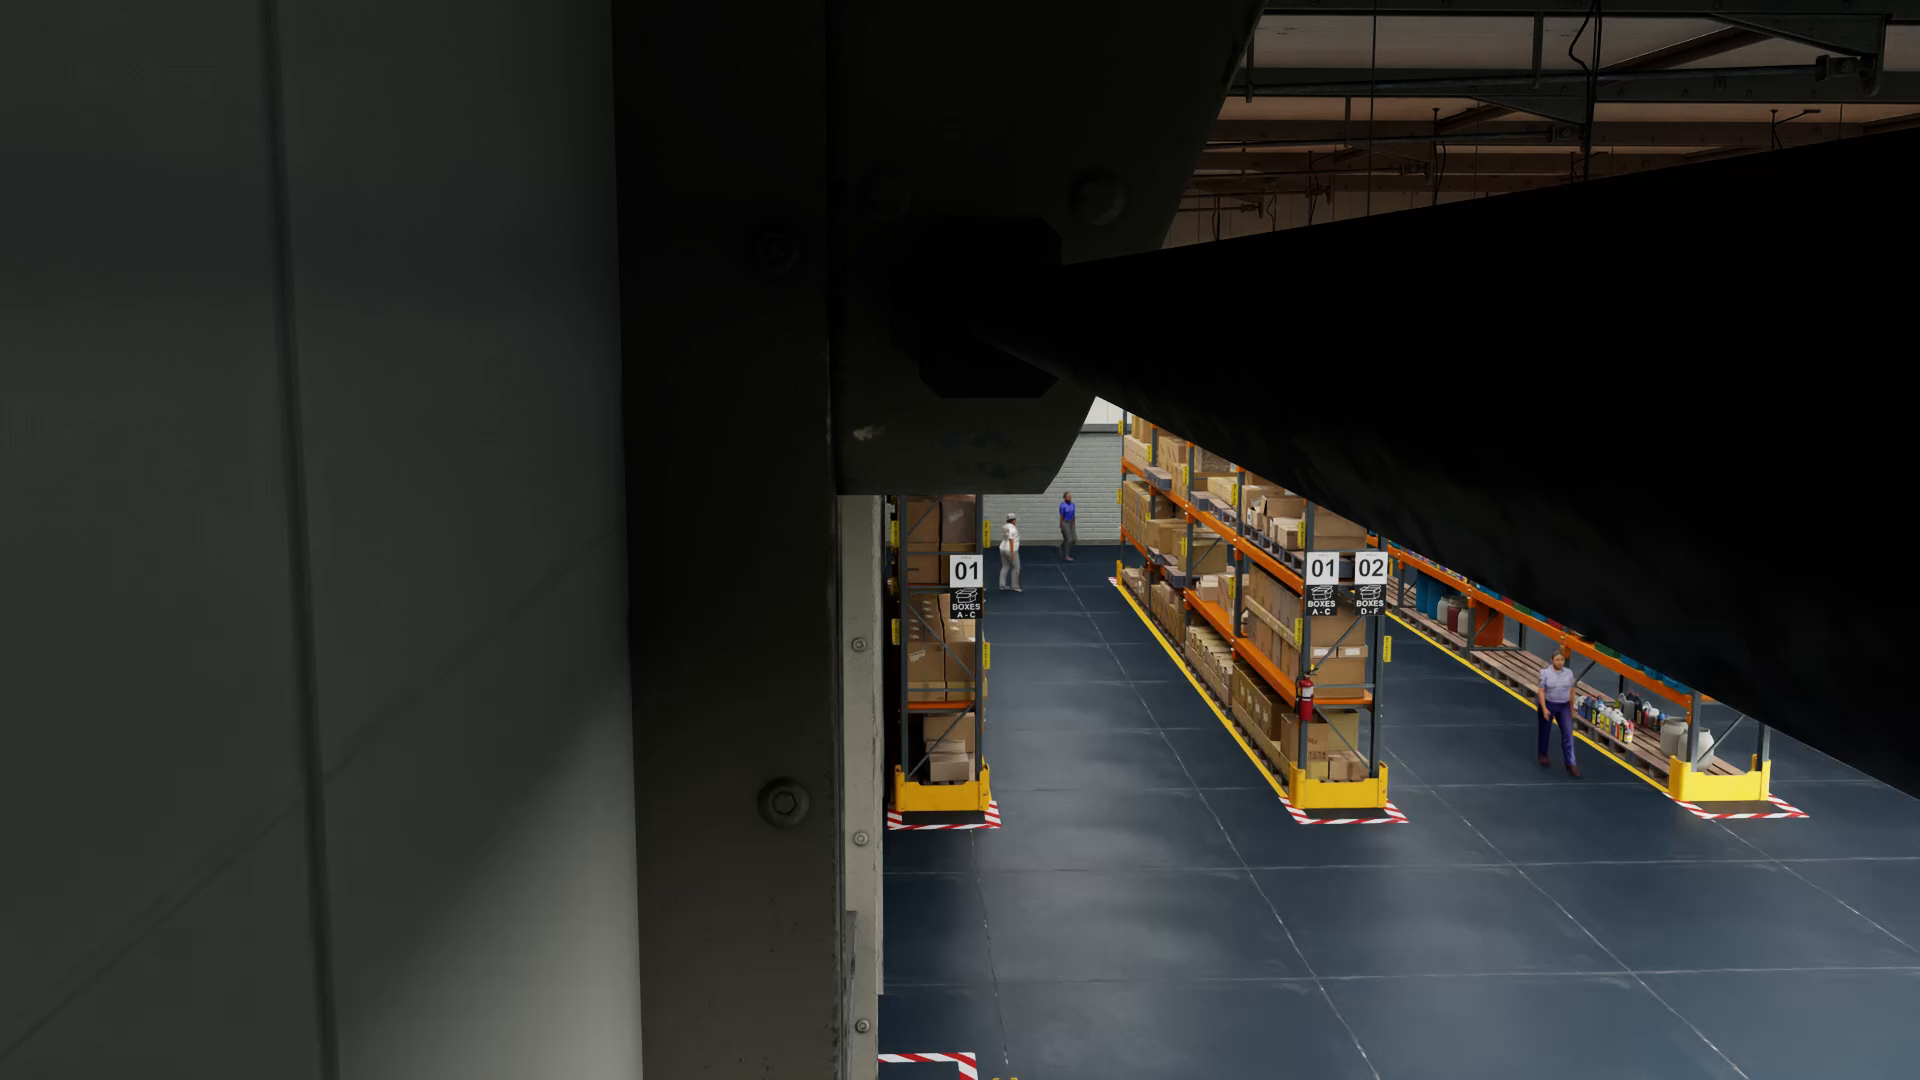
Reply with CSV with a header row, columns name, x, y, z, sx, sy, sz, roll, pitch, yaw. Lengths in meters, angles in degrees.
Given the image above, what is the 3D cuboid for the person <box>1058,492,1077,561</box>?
name,x,y,z,sx,sy,sz,roll,pitch,yaw
person,2.537,-0.341,39.630,0.518,1.643,0.450,7,11,41

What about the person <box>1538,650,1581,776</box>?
name,x,y,z,sx,sy,sz,roll,pitch,yaw
person,7.959,2.263,22.146,0.515,1.602,0.922,1,8,7

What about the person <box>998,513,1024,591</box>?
name,x,y,z,sx,sy,sz,roll,pitch,yaw
person,1.076,0.276,35.672,0.527,1.708,0.523,-4,9,-26
